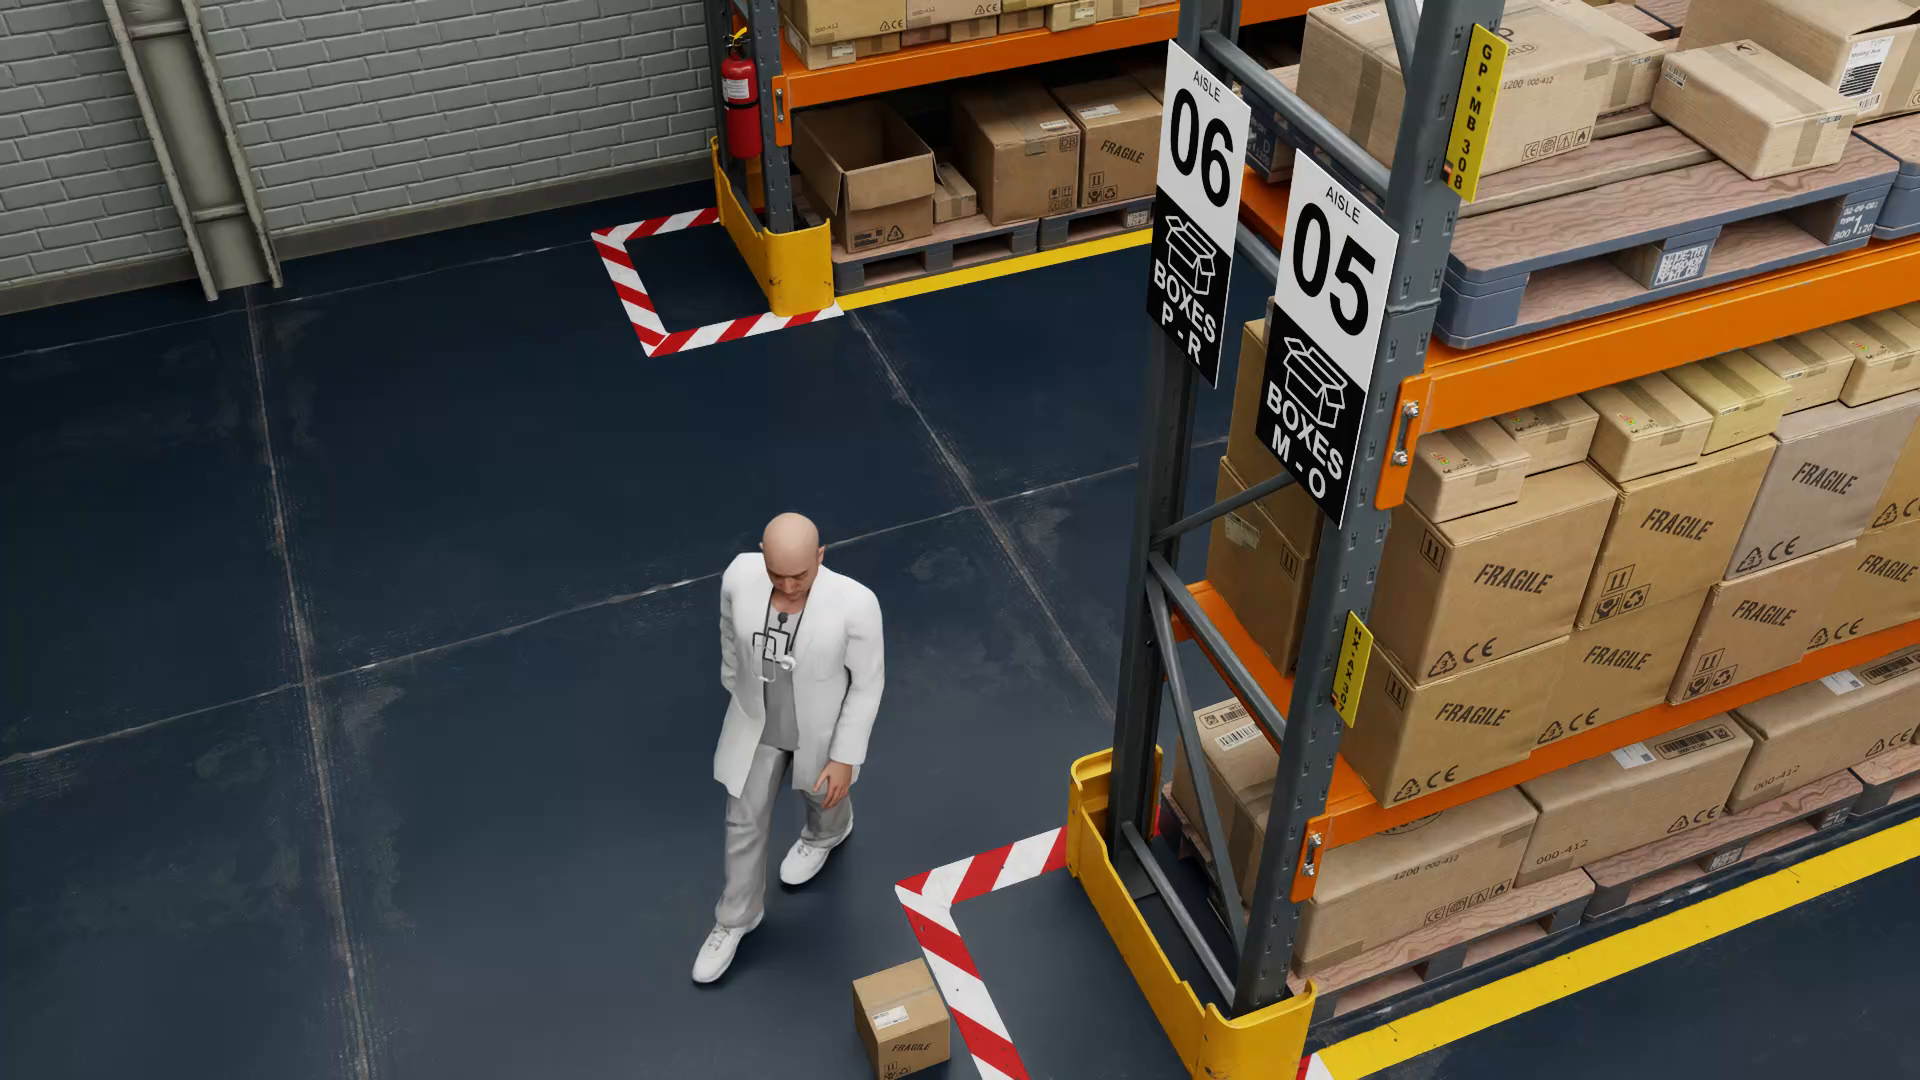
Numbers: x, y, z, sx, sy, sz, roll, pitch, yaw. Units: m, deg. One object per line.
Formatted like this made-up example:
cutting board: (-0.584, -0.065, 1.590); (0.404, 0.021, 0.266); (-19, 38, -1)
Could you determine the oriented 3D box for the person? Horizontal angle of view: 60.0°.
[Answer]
person: (-0.557, 0.660, 5.401); (0.612, 1.764, 0.840); (10, 42, 11)
